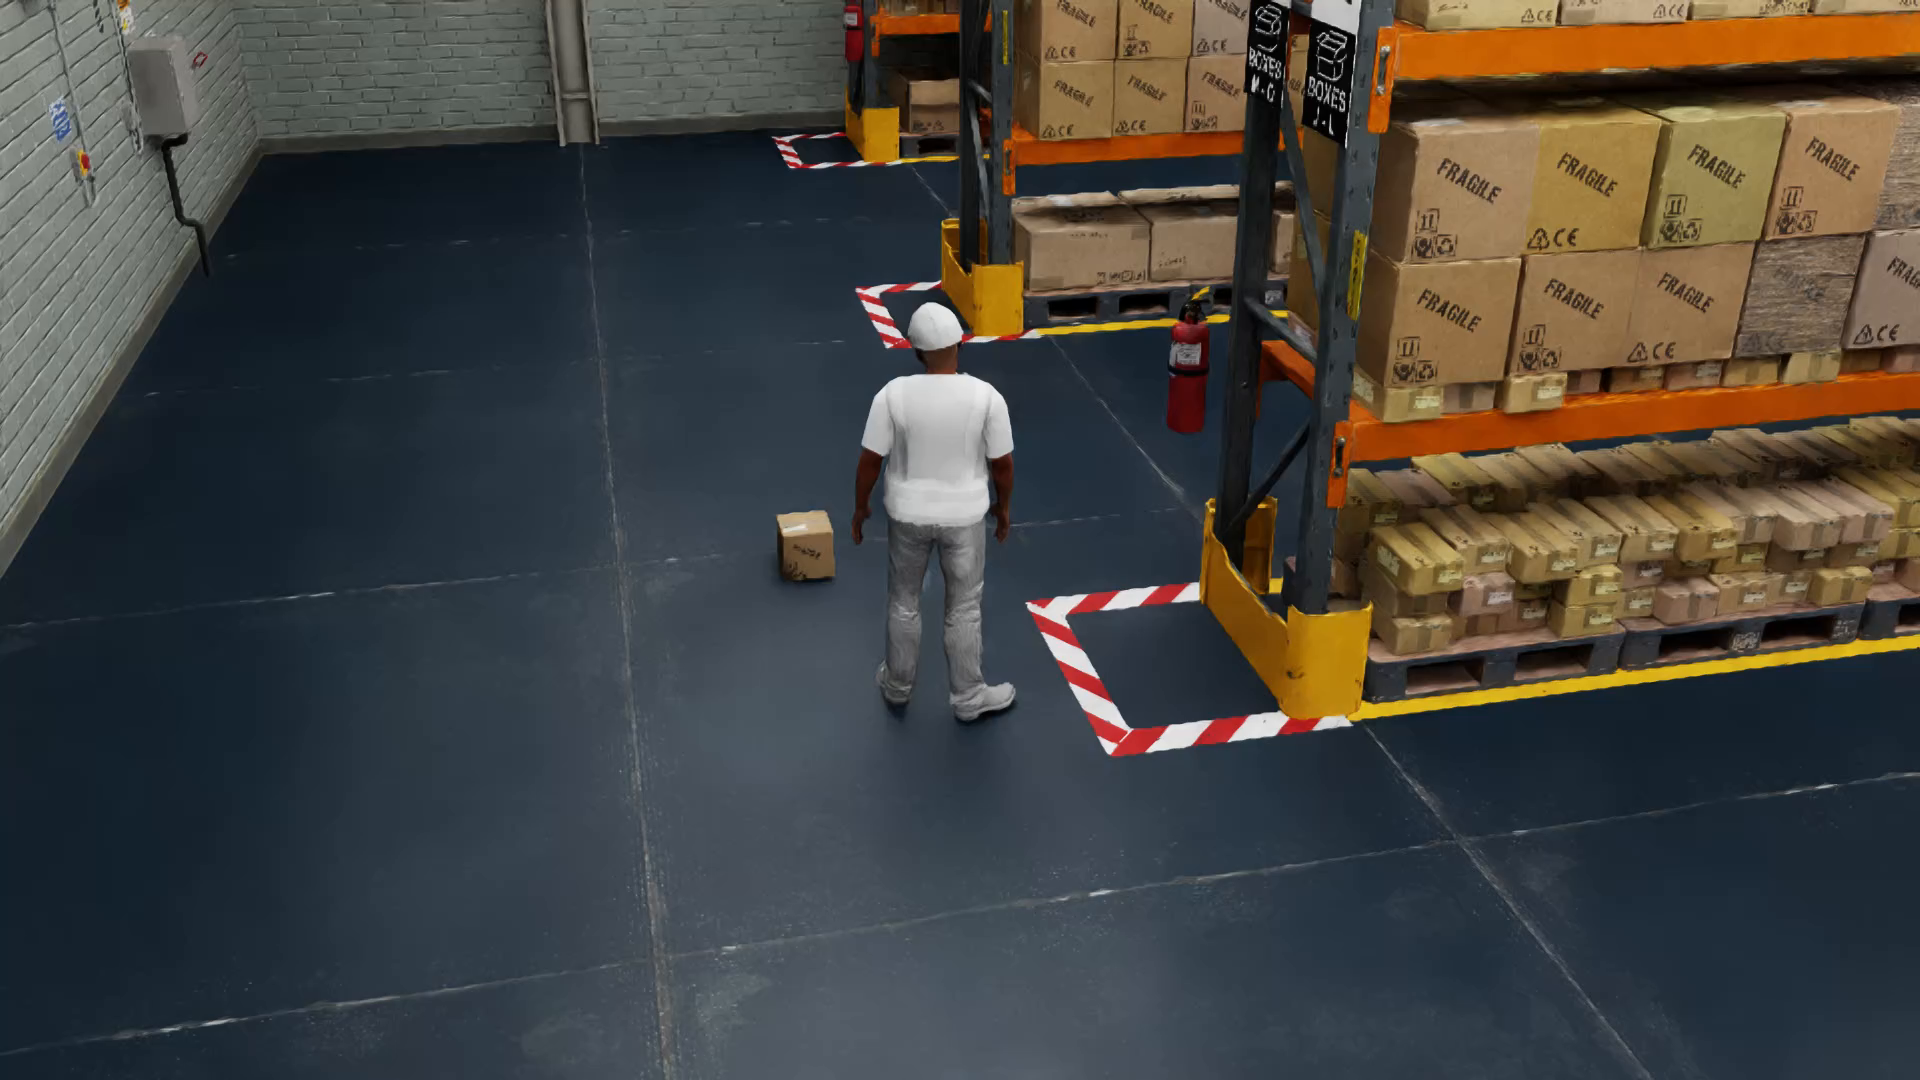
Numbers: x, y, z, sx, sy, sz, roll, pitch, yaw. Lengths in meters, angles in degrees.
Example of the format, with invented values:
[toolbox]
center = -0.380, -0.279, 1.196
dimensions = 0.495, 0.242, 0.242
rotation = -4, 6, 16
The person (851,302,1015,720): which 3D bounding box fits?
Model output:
[person]
center = -0.104, -0.119, 6.770
dimensions = 0.683, 1.769, 0.383
rotation = 2, 27, 5
